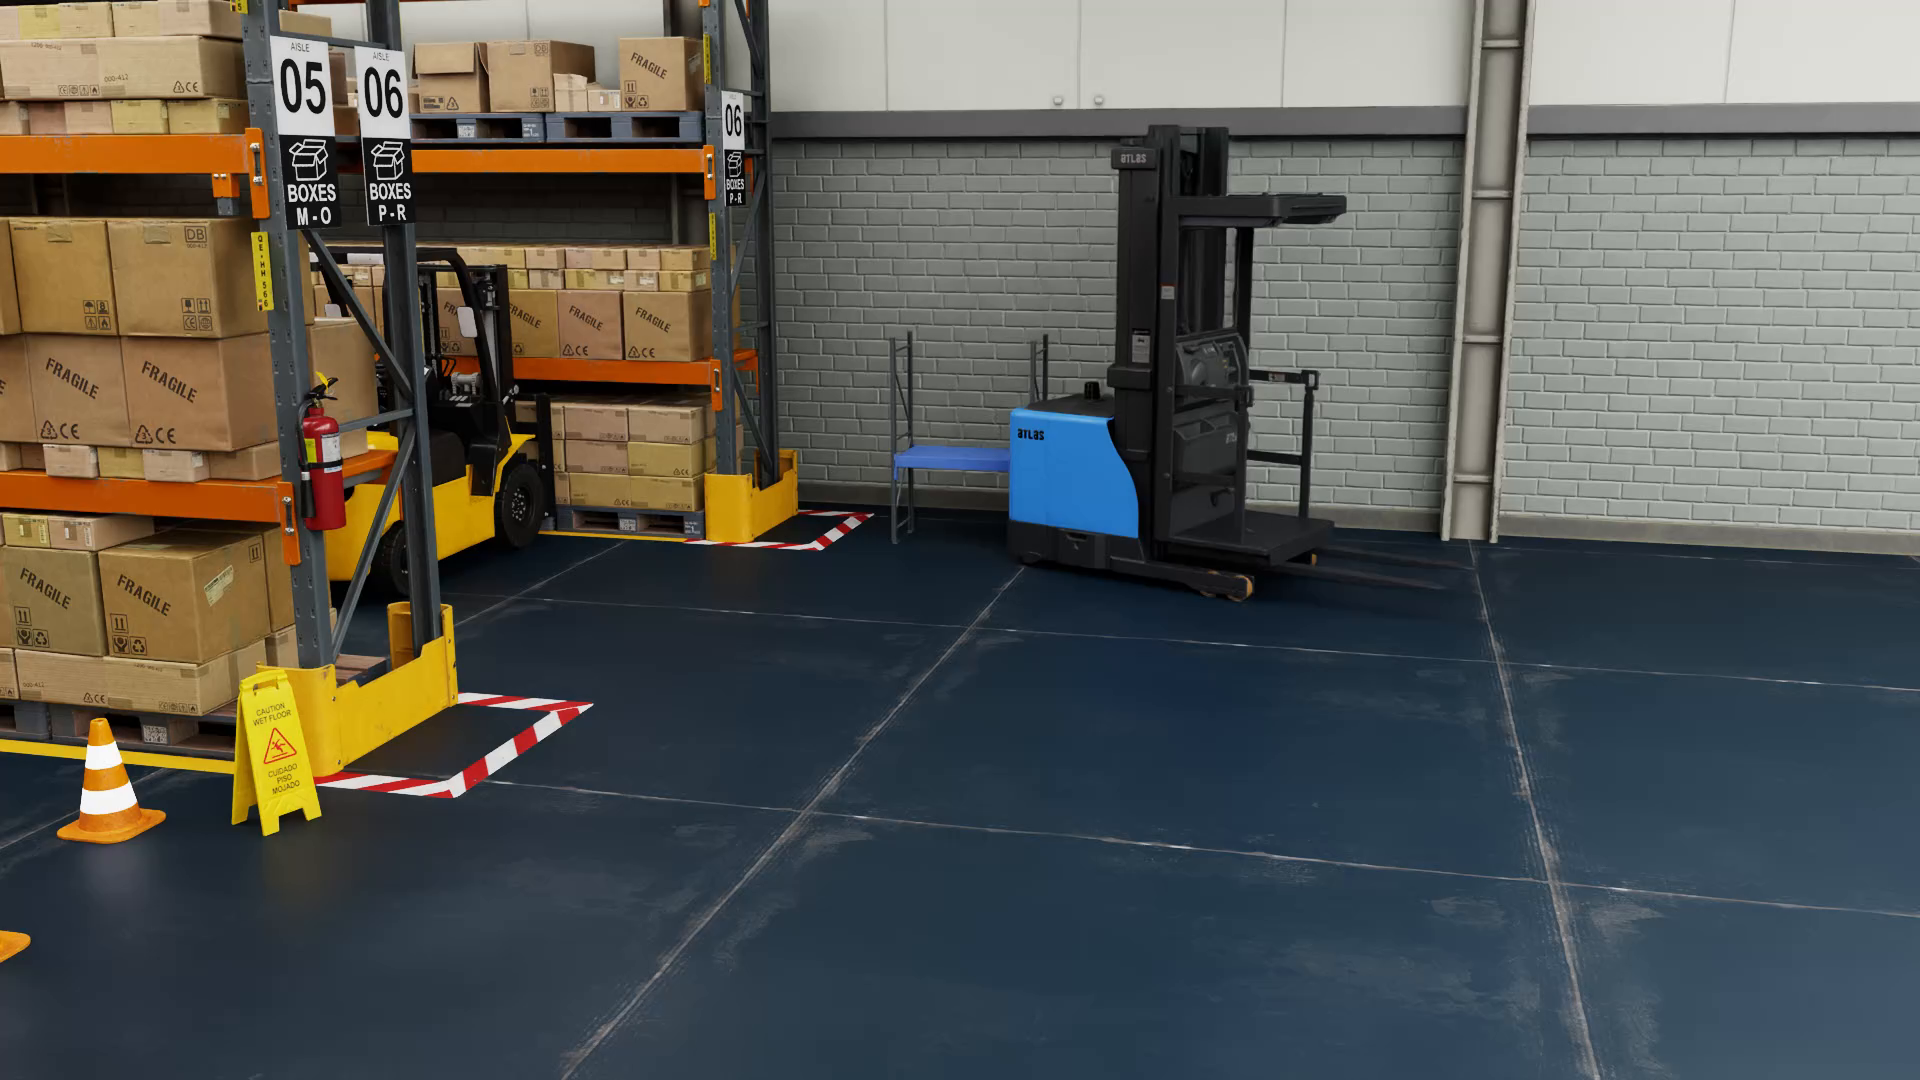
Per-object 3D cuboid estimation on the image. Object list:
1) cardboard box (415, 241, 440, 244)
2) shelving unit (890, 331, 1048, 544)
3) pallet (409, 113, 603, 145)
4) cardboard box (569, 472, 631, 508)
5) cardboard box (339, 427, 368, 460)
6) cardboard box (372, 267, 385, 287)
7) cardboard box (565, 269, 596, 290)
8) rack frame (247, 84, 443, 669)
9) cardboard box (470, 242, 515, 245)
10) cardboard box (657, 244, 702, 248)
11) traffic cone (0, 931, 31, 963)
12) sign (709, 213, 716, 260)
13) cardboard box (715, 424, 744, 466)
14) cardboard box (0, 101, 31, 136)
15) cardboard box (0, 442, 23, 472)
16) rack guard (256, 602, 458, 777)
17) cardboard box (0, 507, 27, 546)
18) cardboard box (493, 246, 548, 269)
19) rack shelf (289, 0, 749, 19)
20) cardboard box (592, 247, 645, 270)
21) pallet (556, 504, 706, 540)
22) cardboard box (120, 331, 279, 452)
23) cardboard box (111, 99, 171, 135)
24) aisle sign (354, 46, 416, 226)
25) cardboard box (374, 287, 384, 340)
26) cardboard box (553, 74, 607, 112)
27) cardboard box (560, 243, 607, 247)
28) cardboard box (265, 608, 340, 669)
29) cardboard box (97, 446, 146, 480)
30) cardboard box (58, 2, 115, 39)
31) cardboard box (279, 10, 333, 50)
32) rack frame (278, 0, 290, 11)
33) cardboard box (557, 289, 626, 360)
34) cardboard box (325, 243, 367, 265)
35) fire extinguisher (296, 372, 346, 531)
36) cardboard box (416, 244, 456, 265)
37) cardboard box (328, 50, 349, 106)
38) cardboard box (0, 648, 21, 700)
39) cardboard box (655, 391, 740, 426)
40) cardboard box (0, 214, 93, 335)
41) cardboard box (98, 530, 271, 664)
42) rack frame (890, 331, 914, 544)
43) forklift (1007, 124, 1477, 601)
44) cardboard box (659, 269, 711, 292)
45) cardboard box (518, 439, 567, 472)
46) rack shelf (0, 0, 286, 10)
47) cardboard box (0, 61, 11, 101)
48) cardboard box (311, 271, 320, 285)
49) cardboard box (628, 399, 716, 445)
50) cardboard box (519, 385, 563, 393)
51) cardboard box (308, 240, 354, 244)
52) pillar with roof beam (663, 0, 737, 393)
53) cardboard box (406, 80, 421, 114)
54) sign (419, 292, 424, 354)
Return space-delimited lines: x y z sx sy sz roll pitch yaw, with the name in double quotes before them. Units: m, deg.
"cardboard box" -4.348 -2.304 13.278 0.250 0.149 0.380 3 13 12
"shelving unit" 0.070 -0.730 12.061 1.048 1.500 0.538 3 13 14
"pallet" -3.467 -3.097 12.548 1.213 0.211 1.003 3 13 14
"cardboard box" -2.611 -0.420 12.578 0.500 0.250 0.500 3 13 14
"cardboard box" -3.065 -0.466 7.988 0.250 0.149 0.380 3 13 14
"cardboard box" -4.248 -2.009 12.637 0.250 0.149 0.380 3 13 13
"cardboard box" -2.733 -1.944 12.344 0.250 0.149 0.380 3 13 13
"rack frame" -2.784 -0.527 7.685 0.127 3.000 1.000 3 13 14
"cardboard box" -3.626 -2.244 13.005 0.250 0.149 0.380 3 13 15
"cardboard box" -2.117 -2.171 12.680 0.250 0.149 0.380 4 13 15
"traffic cone" -3.447 1.211 5.706 0.334 0.463 0.336 3 13 14
"sign" -1.742 -2.139 11.728 0.005 0.325 0.100 3 13 14
"cardboard box" -2.005 -0.746 12.895 0.500 0.250 0.500 3 13 15
"cardboard box" -4.180 -1.886 7.463 0.250 0.149 0.380 3 13 13
"cardboard box" -4.457 -0.431 7.829 0.250 0.149 0.380 3 13 13
"rack guard" -2.858 0.689 7.973 0.348 0.500 1.175 3 13 14
"cardboard box" -4.496 -0.092 7.873 0.250 0.149 0.380 4 13 16
"cardboard box" -3.260 -2.101 12.365 0.250 0.149 0.380 3 13 15
"rack shelf" -3.540 -4.057 12.330 4.000 0.370 1.077 3 13 14
"cardboard box" -2.504 -2.070 12.225 0.250 0.149 0.380 3 13 15
"pallet" -2.351 -0.241 12.832 1.213 0.211 1.003 3 13 14
"cardboard box" -3.377 -0.691 7.507 0.500 0.500 0.500 3 13 13
"cardboard box" -3.447 -1.835 7.233 0.250 0.149 0.380 3 13 14
"aisle sign" -2.650 -1.858 7.682 0.004 0.787 0.394 3 13 14
"cardboard box" -4.112 -1.700 12.740 0.500 0.500 0.500 3 13 13
"cardboard box" -2.722 -3.216 11.989 0.258 0.266 0.396 3 13 14
"cardboard box" -2.878 -2.200 12.810 0.250 0.149 0.380 3 13 15
"cardboard box" -3.501 0.510 8.388 0.500 0.250 0.500 3 13 13
"cardboard box" -3.715 -0.387 7.631 0.250 0.149 0.380 3 13 13
"cardboard box" -3.677 -2.245 7.239 0.250 0.149 0.380 3 13 13
"cardboard box" -3.080 -2.320 7.577 0.250 0.149 0.380 3 13 13
"rack frame" -5.482 -4.708 12.676 0.127 3.000 1.000 3 13 14
"cardboard box" -2.641 -1.619 12.376 0.500 0.500 0.500 3 13 15
"cardboard box" -4.719 -2.205 12.830 0.250 0.149 0.380 3 13 12
"fire extinguisher" -2.784 -0.387 7.230 0.183 0.674 0.296 3 13 14
"cardboard box" -3.974 -2.160 12.631 0.250 0.149 0.380 3 13 13
"cardboard box" -3.209 -2.146 7.714 0.500 0.250 0.500 3 13 13
"cardboard box" -4.644 0.570 8.117 0.500 0.250 0.500 3 13 12
"cardboard box" -2.020 -0.987 12.826 0.500 0.250 0.500 3 13 13
"cardboard box" -4.342 -1.223 7.593 0.500 0.500 0.700 3 13 13
"cardboard box" -3.625 0.257 7.796 0.500 0.500 0.500 3 13 14
"rack frame" -0.423 -0.757 12.181 0.032 1.500 0.500 3 13 14
"forklift" 1.820 -1.174 10.758 3.031 2.935 1.130 9 15 34
"cardboard box" -2.002 -1.896 12.125 0.250 0.149 0.380 3 13 14
"cardboard box" -3.137 -0.688 12.634 0.500 0.250 0.500 3 13 12
"rack shelf" -7.424 -4.265 13.265 4.000 0.370 1.077 3 13 14
"cardboard box" -4.339 -2.086 7.444 0.500 0.250 0.500 3 13 15
"cardboard box" -4.984 -2.059 12.862 0.250 0.149 0.380 3 13 15
"cardboard box" -2.120 -0.880 12.346 0.500 0.250 0.500 4 13 15
"cardboard box" -3.485 -1.068 13.193 0.500 0.250 0.500 3 13 12
"cardboard box" -5.100 -2.336 13.424 0.250 0.149 0.380 3 13 14
"pillar with roof beam" -3.090 -3.820 8.677 0.400 9.000 9.100 3 13 14
"cardboard box" -4.114 -3.291 12.324 0.258 0.266 0.396 3 13 12
"sign" -2.654 -1.064 8.105 0.005 0.325 0.100 3 13 14
